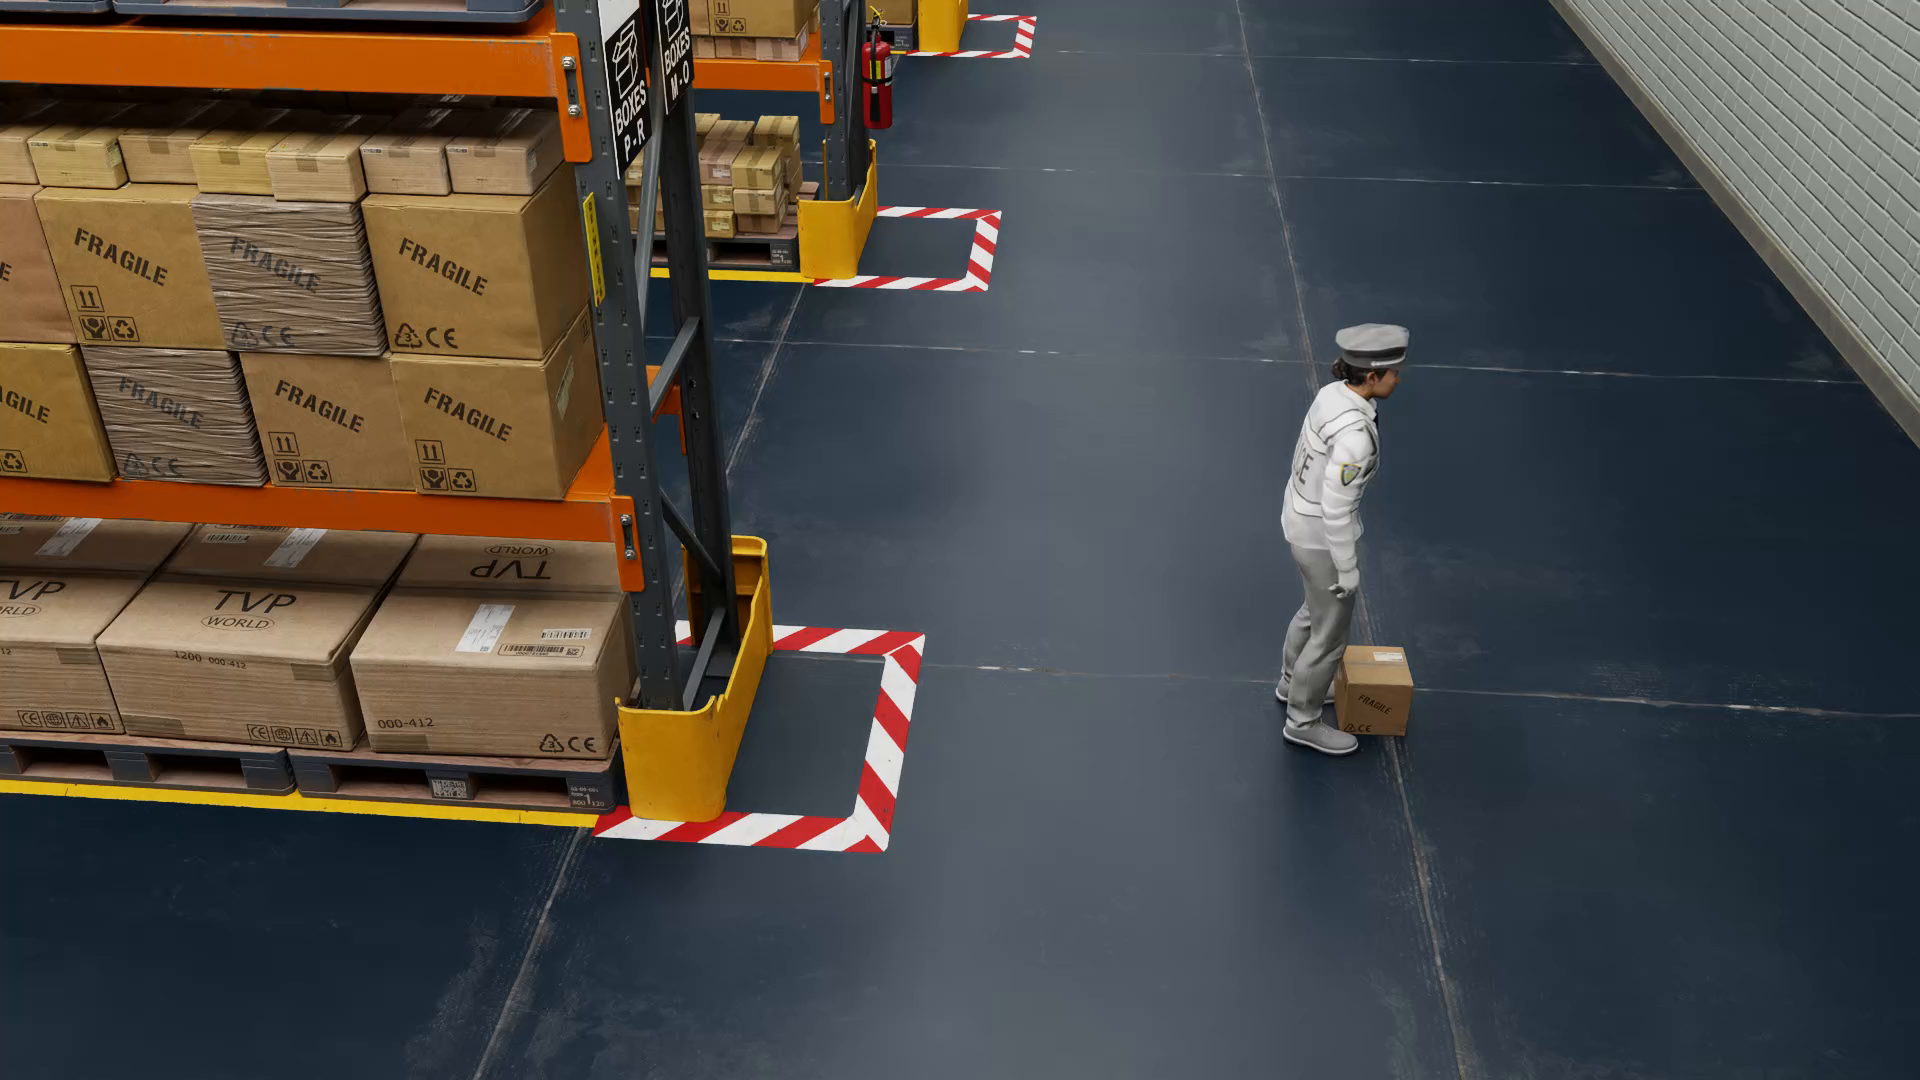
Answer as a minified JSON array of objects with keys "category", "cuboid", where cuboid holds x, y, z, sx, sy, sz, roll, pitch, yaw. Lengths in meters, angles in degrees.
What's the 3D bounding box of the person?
[{"category":"person","cuboid":[1.376,-0.012,6.153,0.371,1.663,0.530,3,32,4]}]
